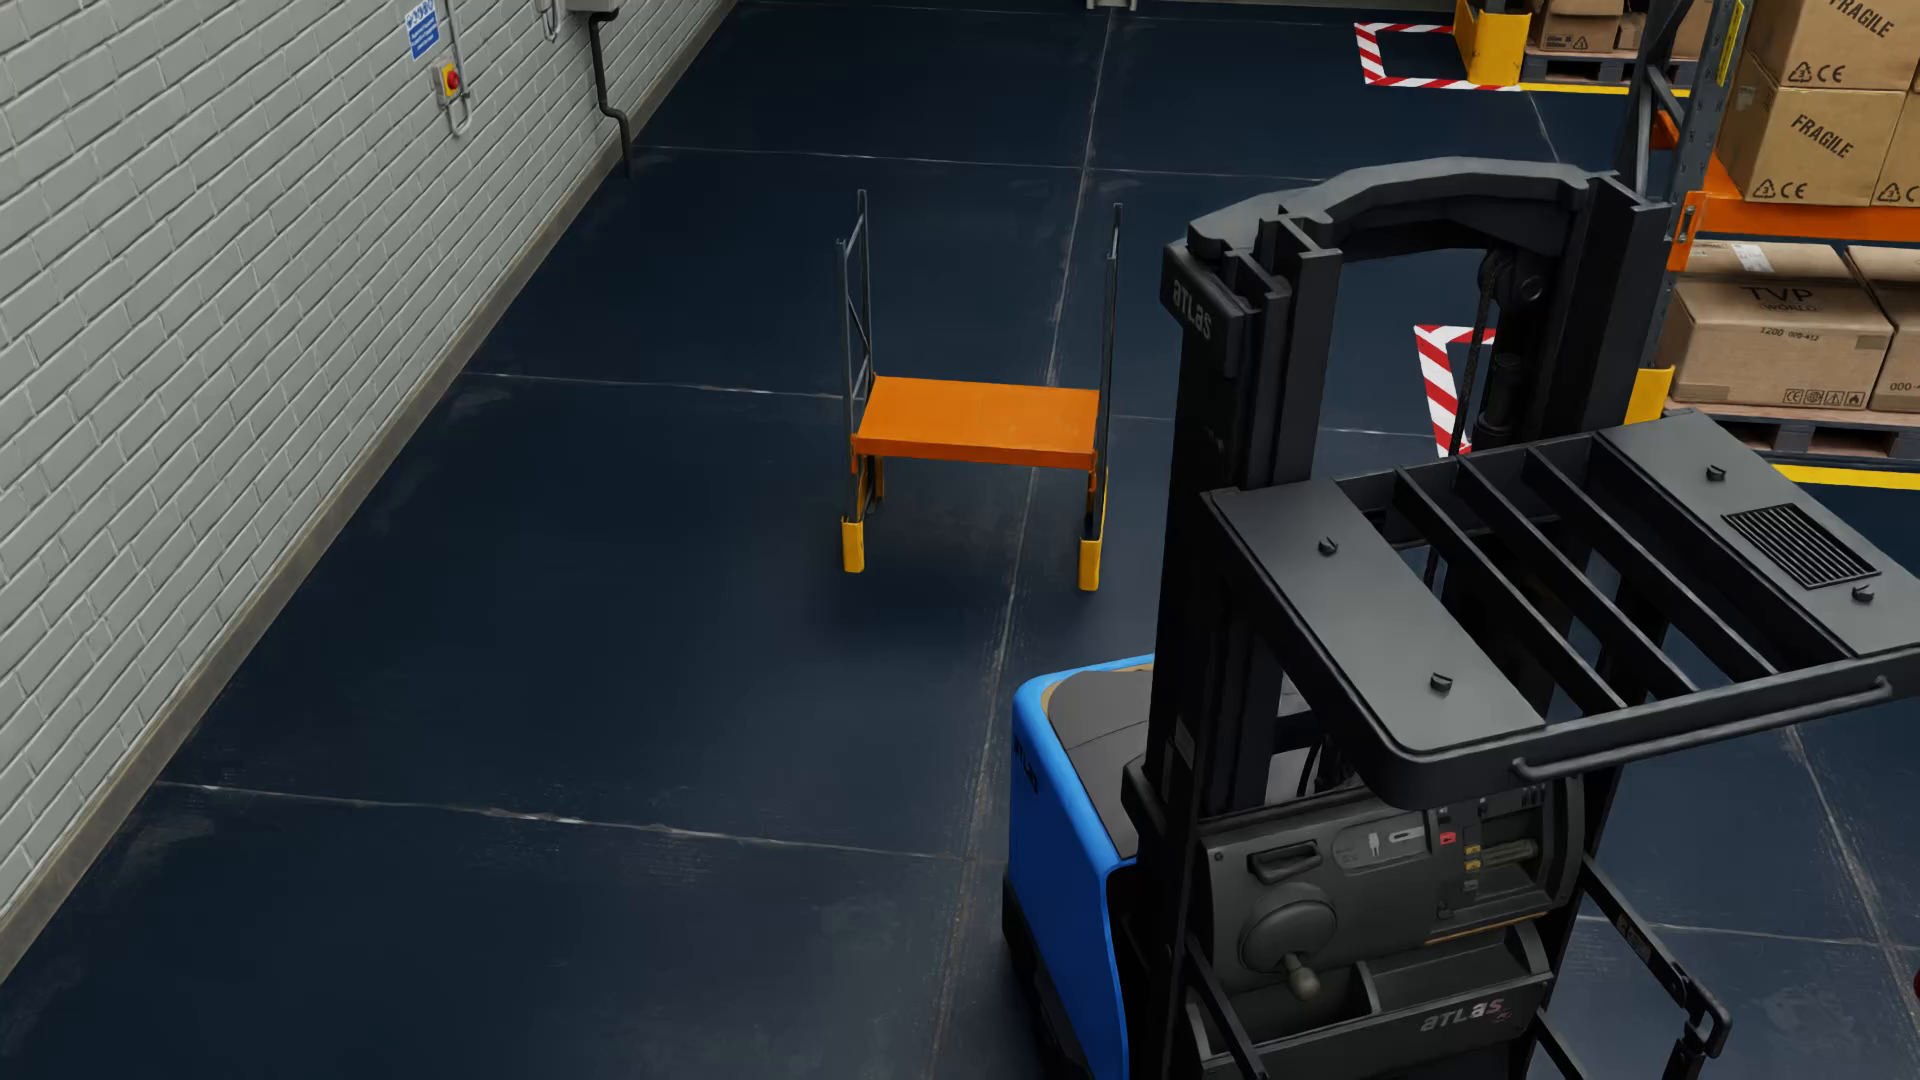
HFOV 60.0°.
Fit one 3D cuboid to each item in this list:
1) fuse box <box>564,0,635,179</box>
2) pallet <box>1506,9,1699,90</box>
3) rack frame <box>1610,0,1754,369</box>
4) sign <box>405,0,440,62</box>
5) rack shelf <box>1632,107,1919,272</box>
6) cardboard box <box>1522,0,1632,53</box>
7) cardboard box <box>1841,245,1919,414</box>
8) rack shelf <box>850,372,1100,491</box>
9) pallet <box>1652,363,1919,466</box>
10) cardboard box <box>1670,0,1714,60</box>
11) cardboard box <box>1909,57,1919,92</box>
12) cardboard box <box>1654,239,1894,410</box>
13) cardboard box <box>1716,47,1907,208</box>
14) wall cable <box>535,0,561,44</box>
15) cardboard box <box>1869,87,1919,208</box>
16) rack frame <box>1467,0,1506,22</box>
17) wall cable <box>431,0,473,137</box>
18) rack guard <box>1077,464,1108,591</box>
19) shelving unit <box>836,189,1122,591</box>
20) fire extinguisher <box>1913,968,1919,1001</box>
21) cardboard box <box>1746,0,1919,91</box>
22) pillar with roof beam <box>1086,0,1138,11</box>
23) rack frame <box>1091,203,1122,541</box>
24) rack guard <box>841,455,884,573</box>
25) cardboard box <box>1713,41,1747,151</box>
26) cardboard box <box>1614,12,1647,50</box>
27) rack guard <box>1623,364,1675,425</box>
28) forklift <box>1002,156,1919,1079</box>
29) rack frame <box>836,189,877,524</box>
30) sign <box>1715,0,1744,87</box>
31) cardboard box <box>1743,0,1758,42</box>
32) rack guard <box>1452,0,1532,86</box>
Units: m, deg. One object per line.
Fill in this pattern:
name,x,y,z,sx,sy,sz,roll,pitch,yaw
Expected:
fuse box,-2.041,-2.992,9.969,0.414,1.711,0.539,4,36,6
pallet,4.637,-3.574,12.076,1.213,0.211,1.003,4,36,6
rack frame,3.143,-1.913,7.348,0.127,3.000,1.000,4,36,6
sign,-2.520,-2.403,7.803,0.001,0.218,0.327,4,36,6
rack shelf,5.126,-1.472,7.350,4.000,0.370,1.077,4,36,6
cardboard box,4.366,-3.828,11.819,0.637,0.503,0.797,3,36,4
cardboard box,4.719,-0.987,7.895,0.875,0.438,0.875,5,36,7
rack shelf,0.085,-0.458,6.910,1.000,0.185,0.538,4,36,6
pallet,3.946,-0.764,8.138,1.213,0.211,1.003,4,36,6
cardboard box,5.209,-3.741,11.700,0.500,0.500,0.700,6,36,8
cardboard box,4.096,-2.127,6.701,0.500,0.500,0.500,3,36,5
cardboard box,3.810,-1.050,7.983,0.875,0.438,0.875,3,36,4
cardboard box,3.582,-1.753,7.037,0.500,0.500,0.500,4,36,6
wall cable,-2.284,-3.548,8.765,0.122,1.984,0.588,4,36,6
cardboard box,4.087,-1.731,7.008,0.500,0.500,0.500,4,36,5
rack frame,3.771,-4.773,11.356,0.127,3.000,1.000,4,36,6
wall cable,-2.453,-2.743,7.610,0.123,1.953,0.585,4,36,6
rack guard,0.570,-0.059,7.118,0.087,0.250,0.587,4,36,6
shelving unit,0.076,-0.605,6.806,1.083,1.500,0.587,4,36,6
fire extinguisher,2.421,0.846,3.871,0.183,0.674,0.296,4,36,6
cardboard box,3.582,-2.161,6.749,0.500,0.500,0.500,4,36,5
pillar with roof beam,0.663,-5.453,7.145,0.400,9.000,9.100,4,36,6
rack frame,0.589,-0.567,6.753,0.032,1.500,0.500,4,36,6
rack guard,-0.418,-0.133,7.221,0.087,0.250,0.587,4,36,6
cardboard box,3.655,-2.070,7.483,0.500,0.500,0.500,4,36,6
cardboard box,4.782,-3.630,11.847,0.250,0.149,0.380,3,36,4
rack guard,3.119,-0.897,8.077,0.348,0.500,1.175,4,36,6
forklift,1.050,0.826,3.570,1.130,2.935,3.031,-10,37,-14
rack frame,-0.420,-0.642,6.858,0.032,1.500,0.500,4,36,6
sign,3.066,-1.978,6.626,0.005,0.325,0.100,4,36,6
cardboard box,3.651,-2.462,7.171,0.500,0.500,0.500,5,36,8
rack guard,3.847,-3.750,12.074,0.348,0.500,1.175,4,36,6
